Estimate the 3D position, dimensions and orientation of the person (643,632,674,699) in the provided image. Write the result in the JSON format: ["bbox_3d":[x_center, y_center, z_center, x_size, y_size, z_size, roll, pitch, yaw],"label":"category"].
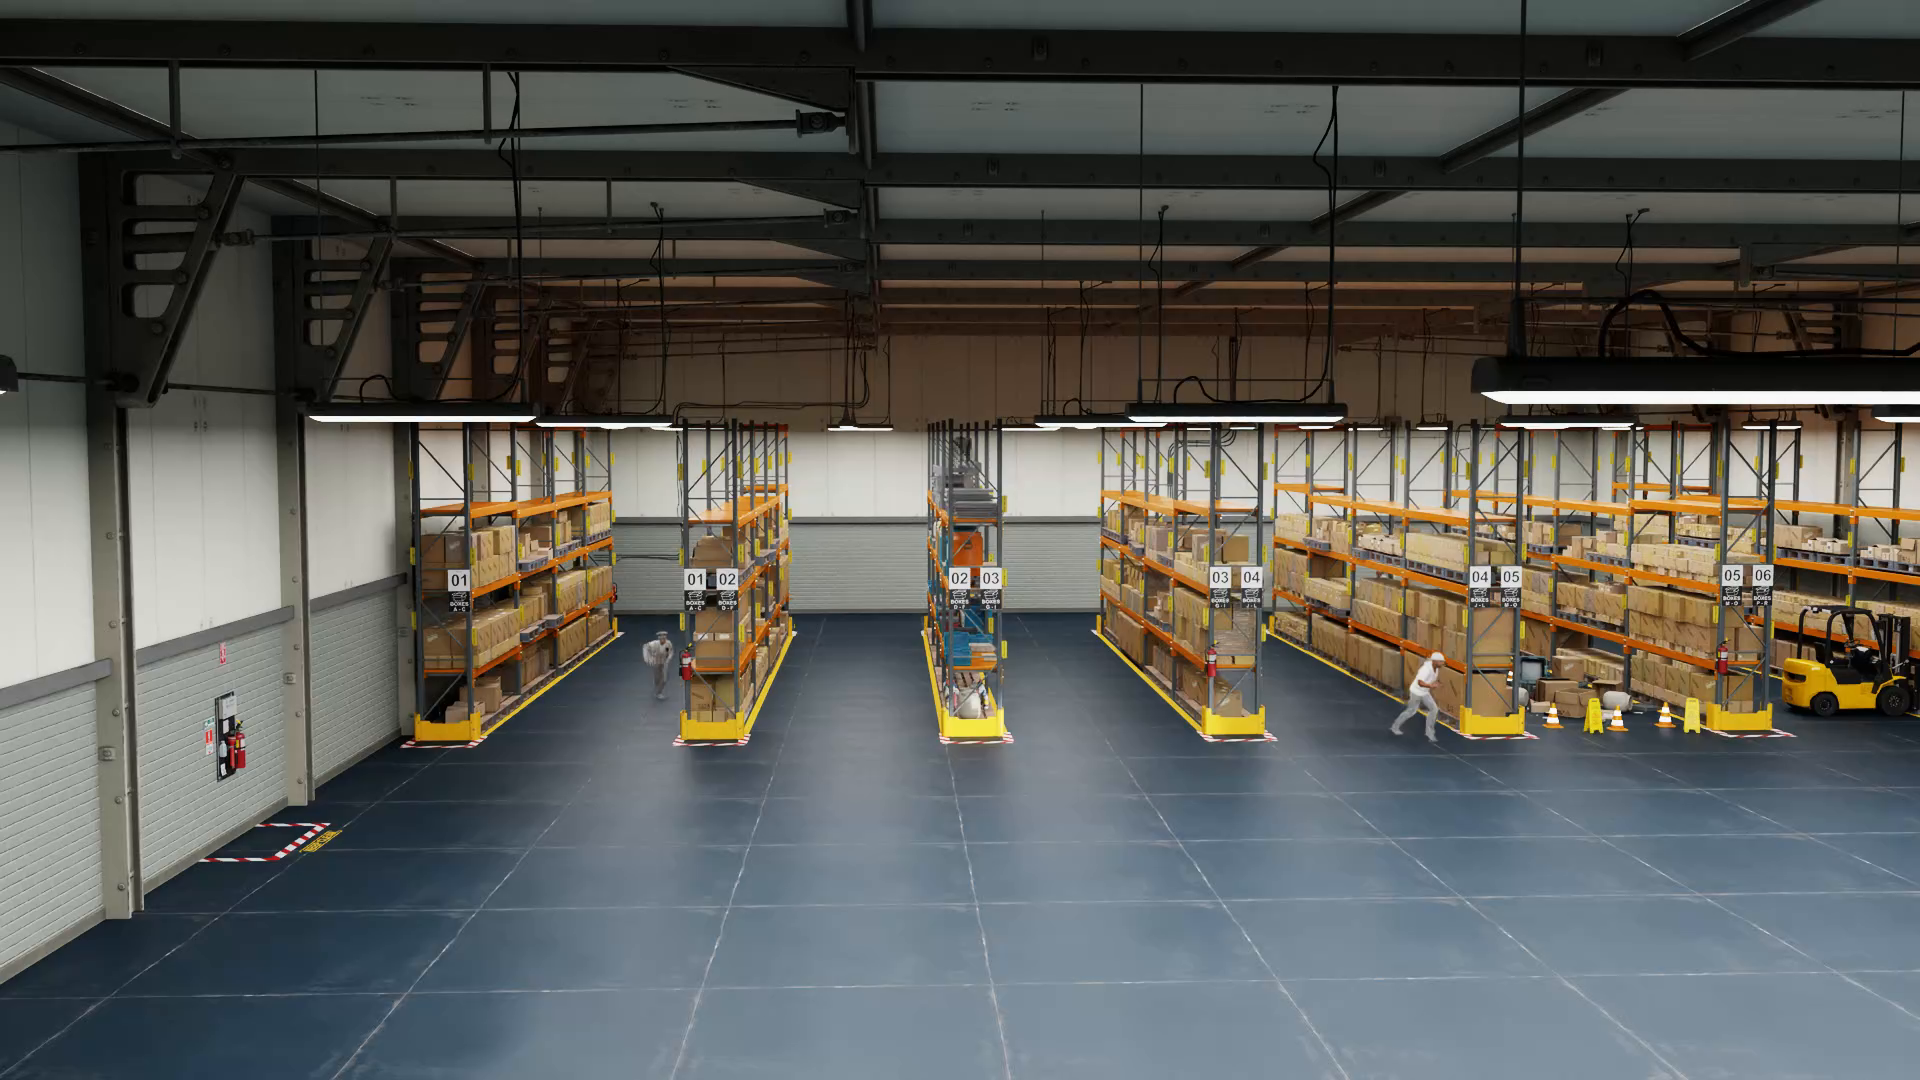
[{"bbox_3d":[-6.479,2.700,35.730,0.640,1.491,0.741,-2,4,-23],"label":"person"}]

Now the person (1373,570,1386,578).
[{"bbox_3d":[12.505,1.635,49.943,0.647,1.742,0.665,-1,4,-22],"label":"person"}]

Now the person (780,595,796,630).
[{"bbox_3d":[-5.210,1.842,48.303,0.841,1.588,0.554,0,4,-4],"label":"person"}]

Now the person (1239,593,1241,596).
[{"bbox_3d":[8.479,1.768,48.519,0.708,1.726,0.702,3,5,41],"label":"person"}]

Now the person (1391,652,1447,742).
[{"bbox_3d":[8.569,2.926,31.080,1.031,1.716,0.726,3,4,35],"label":"person"}]
